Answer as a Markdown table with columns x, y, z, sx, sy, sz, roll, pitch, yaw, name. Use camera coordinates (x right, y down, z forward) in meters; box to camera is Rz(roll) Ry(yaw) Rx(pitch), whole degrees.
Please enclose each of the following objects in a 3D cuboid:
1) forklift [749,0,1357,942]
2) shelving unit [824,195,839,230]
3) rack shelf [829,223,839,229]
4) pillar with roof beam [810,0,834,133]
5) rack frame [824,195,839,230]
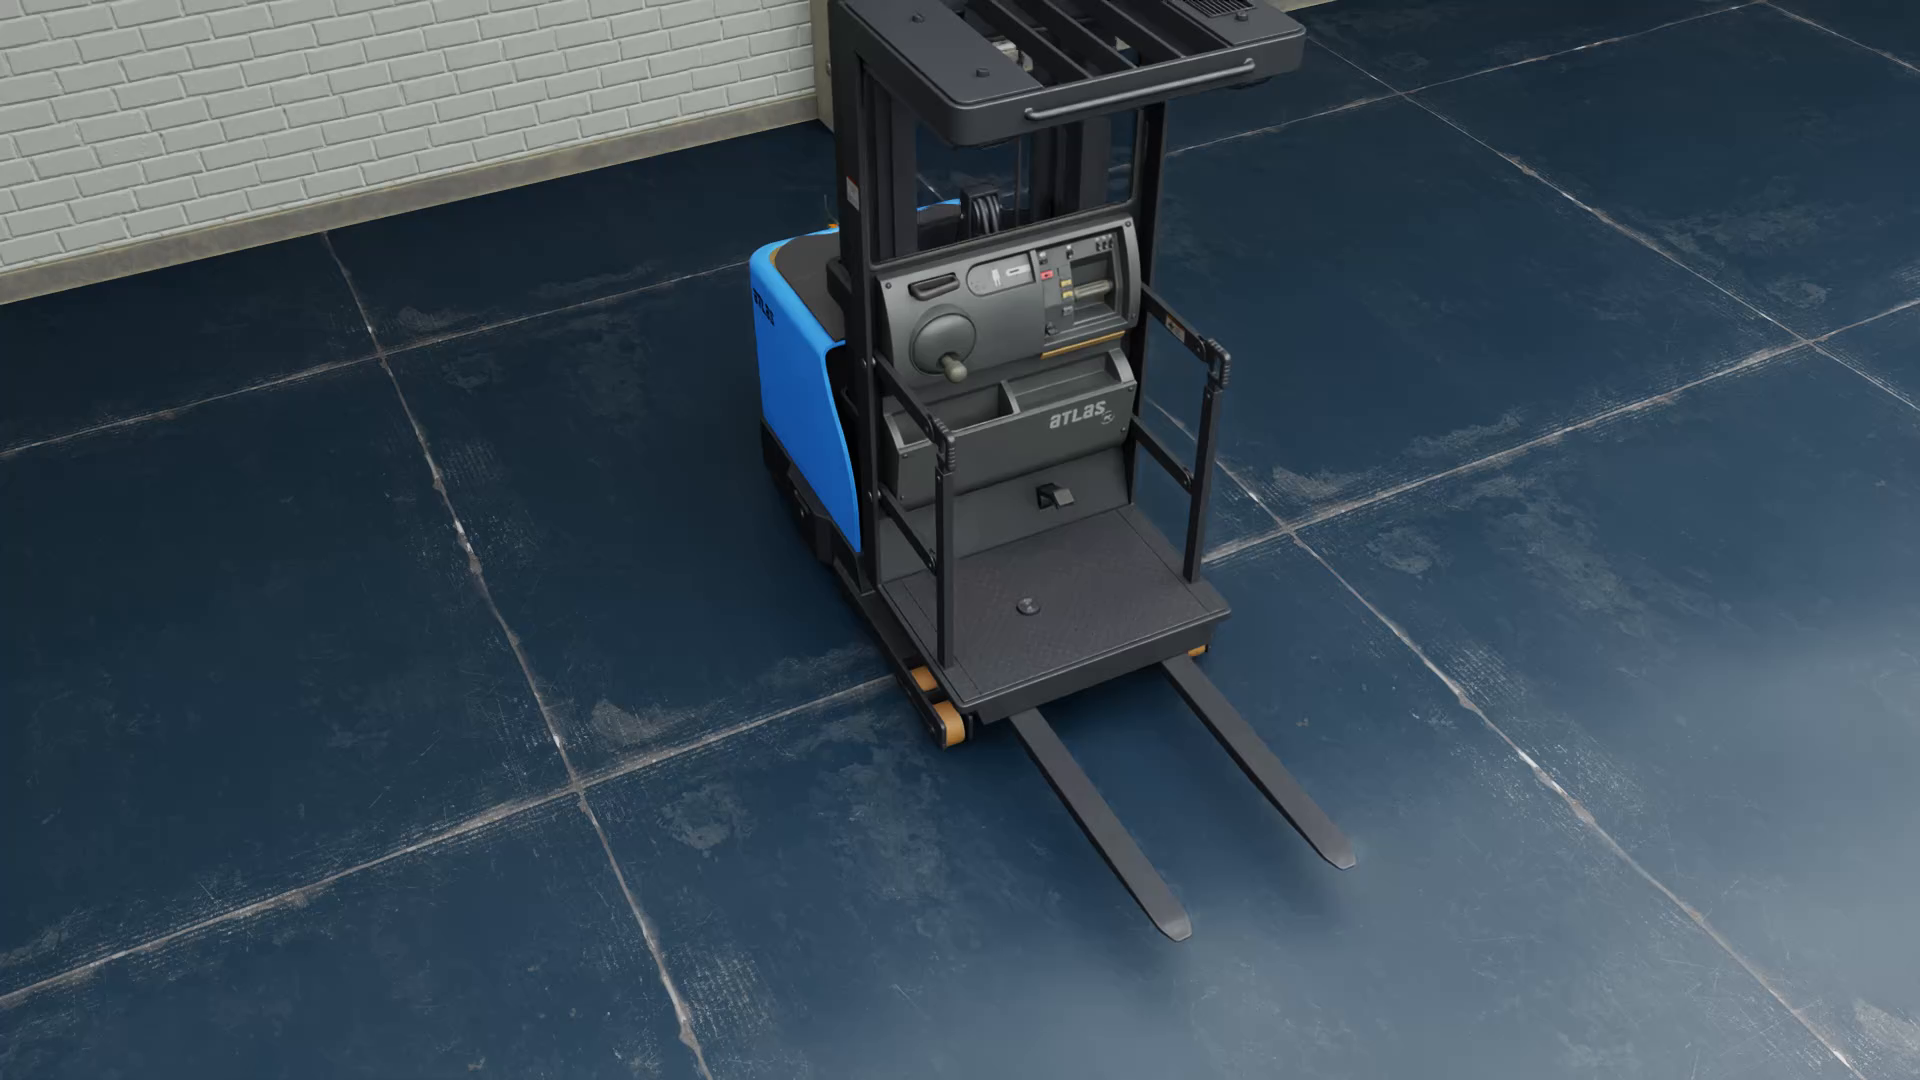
| x | y | z | sx | sy | sz | roll | pitch | yaw | name |
| --- | --- | --- | --- | --- | --- | --- | --- | --- | --- |
| 0.275 | -0.716 | 5.327 | 1.130 | 2.935 | 3.031 | -18 | 43 | -20 | forklift |
| -0.393 | -0.980 | 7.090 | 0.252 | 1.050 | 0.215 | -18 | 42 | -20 | shelving unit |
| -0.397 | -1.193 | 6.919 | 0.240 | 0.259 | 0.215 | -18 | 42 | -20 | rack shelf |
| 1.401 | -3.404 | 3.806 | 0.400 | 9.000 | 9.100 | -19 | 44 | -21 | pillar with roof beam |
| -0.502 | -0.945 | 7.049 | 0.008 | 1.050 | 0.200 | -18 | 42 | -20 | rack frame |
